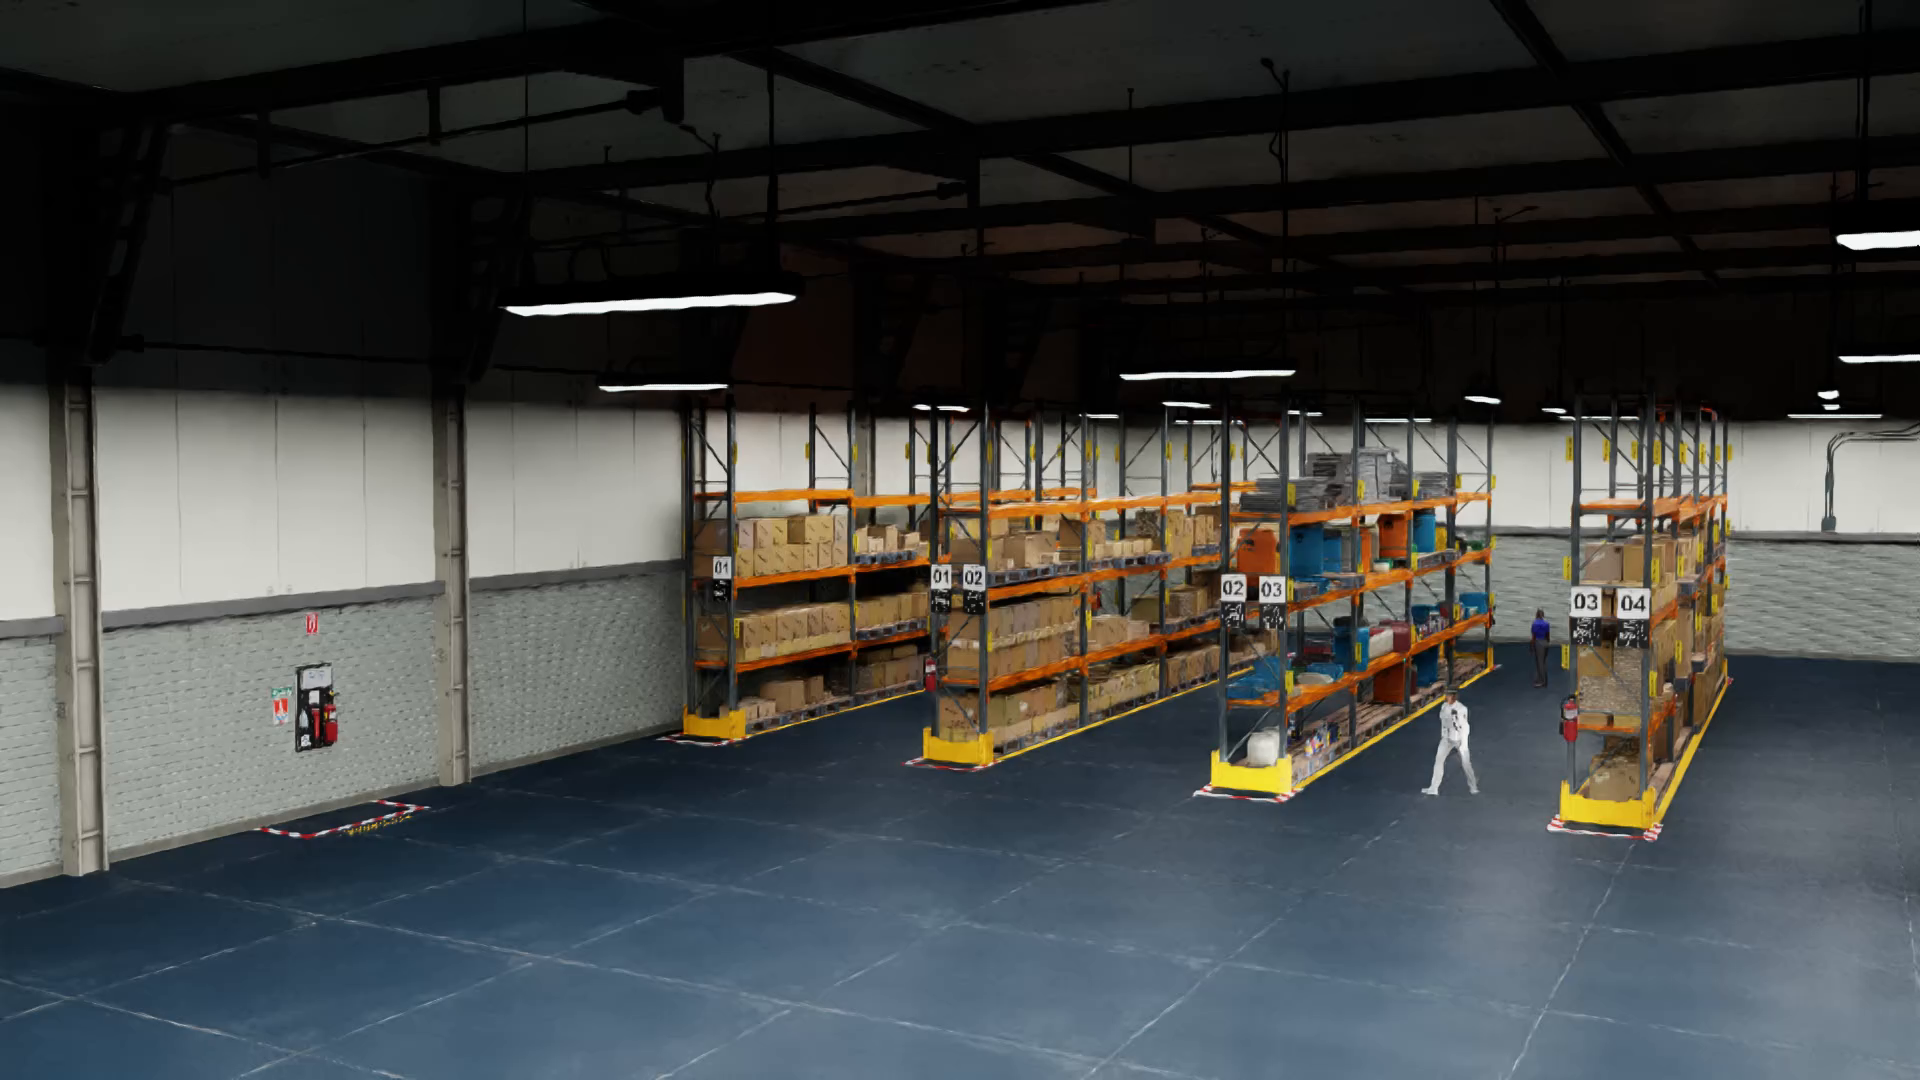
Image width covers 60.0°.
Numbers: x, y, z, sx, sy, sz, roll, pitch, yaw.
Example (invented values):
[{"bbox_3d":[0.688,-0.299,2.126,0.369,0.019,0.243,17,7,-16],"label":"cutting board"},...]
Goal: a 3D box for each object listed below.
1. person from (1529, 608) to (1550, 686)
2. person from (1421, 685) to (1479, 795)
[{"bbox_3d":[12.438,2.283,35.706,0.572,1.650,0.558,-2,4,-37],"label":"person"},{"bbox_3d":[7.198,2.907,24.262,0.929,1.622,0.525,-2,4,-38],"label":"person"}]
